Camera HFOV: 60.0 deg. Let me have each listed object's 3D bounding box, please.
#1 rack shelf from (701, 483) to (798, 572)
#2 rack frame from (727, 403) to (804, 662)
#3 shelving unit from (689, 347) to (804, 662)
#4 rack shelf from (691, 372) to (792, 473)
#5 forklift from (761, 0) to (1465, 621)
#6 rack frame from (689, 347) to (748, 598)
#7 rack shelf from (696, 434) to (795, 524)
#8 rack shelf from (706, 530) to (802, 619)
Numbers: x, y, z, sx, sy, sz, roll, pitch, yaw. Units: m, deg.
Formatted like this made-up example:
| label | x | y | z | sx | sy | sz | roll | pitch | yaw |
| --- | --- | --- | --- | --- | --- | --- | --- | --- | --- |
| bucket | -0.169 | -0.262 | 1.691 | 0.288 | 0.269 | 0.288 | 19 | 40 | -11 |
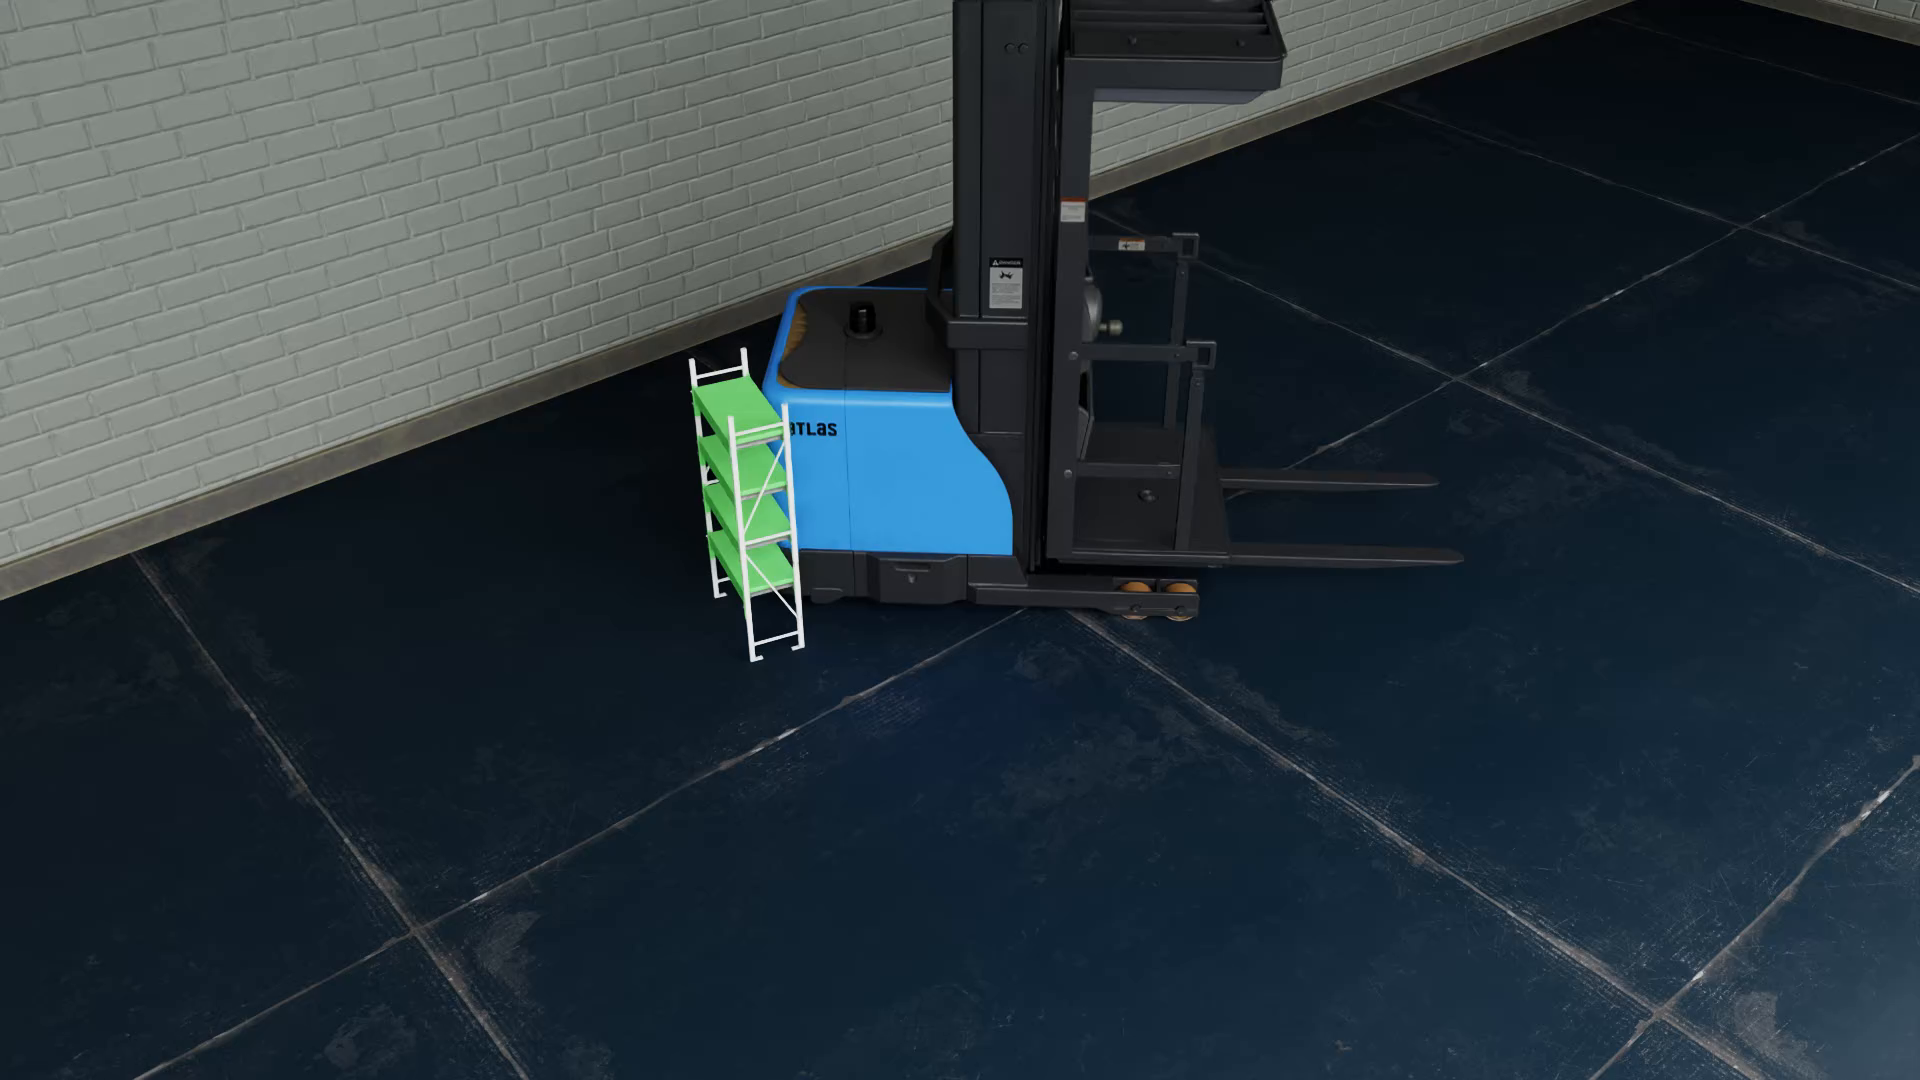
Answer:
| label | x | y | z | sx | sy | sz | roll | pitch | yaw |
| --- | --- | --- | --- | --- | --- | --- | --- | --- | --- |
| rack shelf | -0.879 | -0.083 | 6.940 | 0.258 | 0.148 | 0.480 | -15 | 38 | -20 |
| rack frame | -0.777 | -0.007 | 6.722 | 0.240 | 1.200 | 0.015 | -15 | 38 | -20 |
| shelving unit | -0.879 | -0.135 | 6.903 | 0.258 | 1.200 | 0.503 | -15 | 38 | -20 |
| rack shelf | -0.879 | -0.475 | 6.662 | 0.258 | 0.148 | 0.480 | -15 | 38 | -20 |
| forklift | 0.701 | -1.159 | 6.850 | 3.031 | 2.935 | 1.130 | 2 | 35 | 2 |
| rack frame | -0.982 | -0.263 | 7.083 | 0.240 | 1.200 | 0.015 | -15 | 38 | -20 |
| rack shelf | -0.879 | -0.279 | 6.801 | 0.258 | 0.148 | 0.480 | -15 | 38 | -20 |
| rack shelf | -0.879 | 0.113 | 7.078 | 0.258 | 0.148 | 0.480 | -15 | 38 | -20 |
